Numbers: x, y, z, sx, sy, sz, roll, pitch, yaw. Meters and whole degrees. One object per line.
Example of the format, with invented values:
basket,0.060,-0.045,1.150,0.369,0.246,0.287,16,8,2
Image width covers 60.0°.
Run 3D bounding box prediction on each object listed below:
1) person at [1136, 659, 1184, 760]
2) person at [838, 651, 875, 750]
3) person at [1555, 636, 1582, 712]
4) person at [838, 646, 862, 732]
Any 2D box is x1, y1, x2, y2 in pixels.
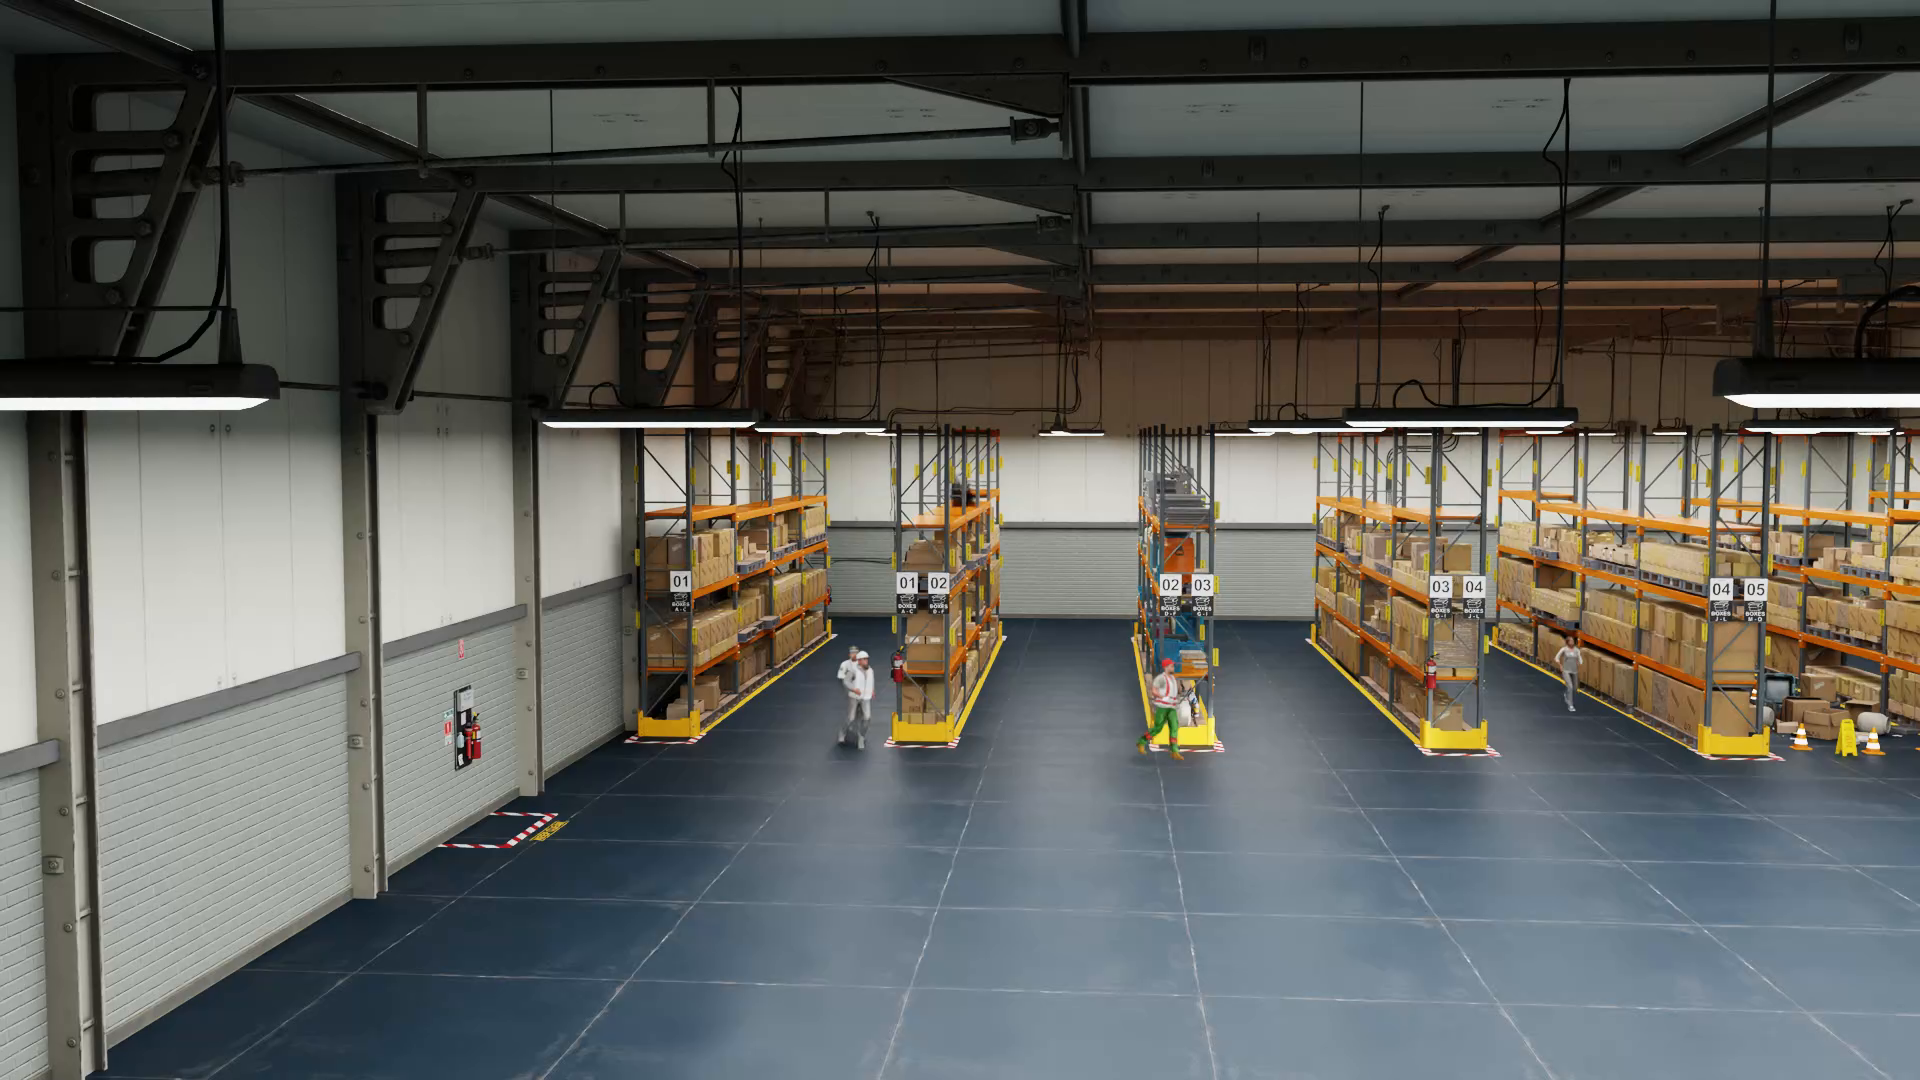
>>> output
person,3.719,3.008,29.829,0.985,1.753,0.717,3,5,44
person,-1.861,2.970,30.997,0.734,1.800,0.753,-2,4,-26
person,12.862,2.802,35.117,0.546,1.561,0.734,0,3,1
person,-2.073,2.919,32.157,0.604,1.757,0.701,-1,4,-13
